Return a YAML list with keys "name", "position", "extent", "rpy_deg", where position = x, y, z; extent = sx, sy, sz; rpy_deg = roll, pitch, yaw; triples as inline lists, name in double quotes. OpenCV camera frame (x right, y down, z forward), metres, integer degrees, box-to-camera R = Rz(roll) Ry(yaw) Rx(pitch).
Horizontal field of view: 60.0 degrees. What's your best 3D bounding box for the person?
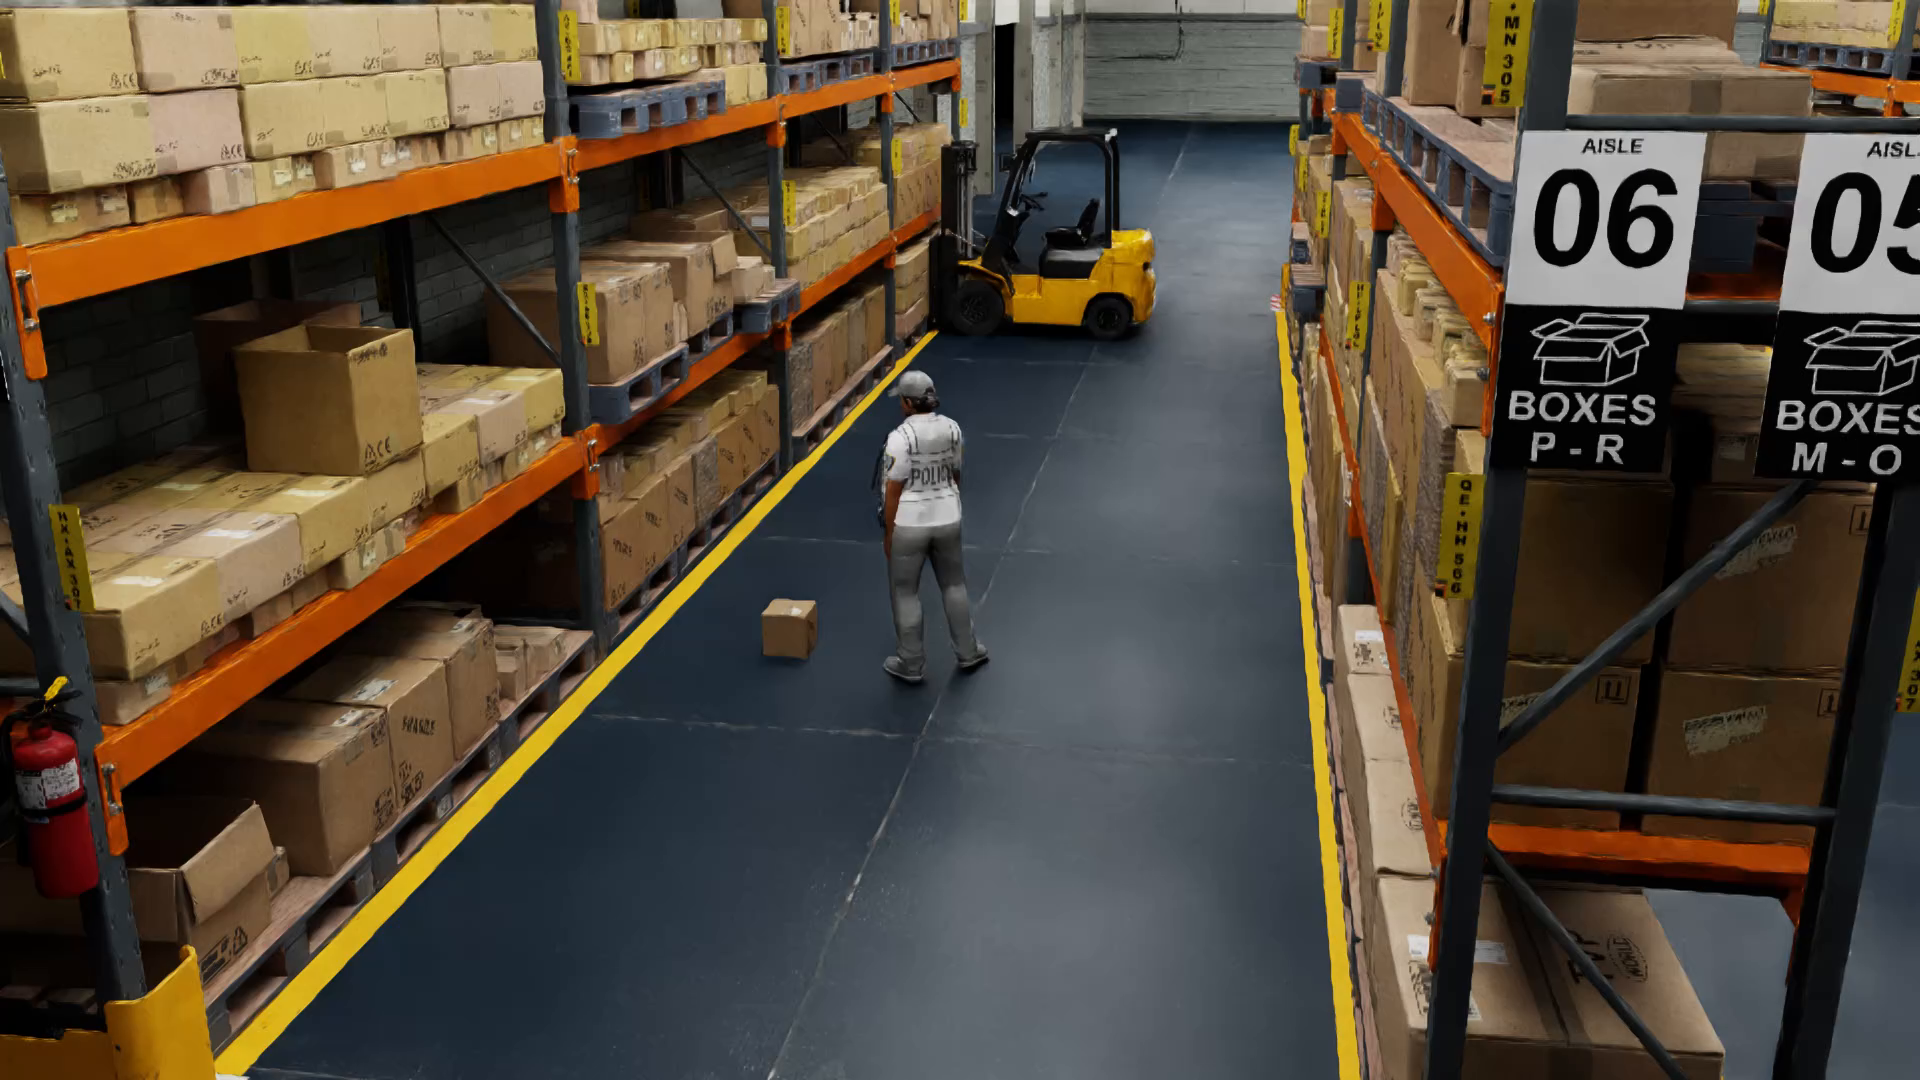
- name: "person"
  position: [-0.122, -0.092, 8.804]
  extent: [0.679, 1.665, 0.384]
  rpy_deg: [-12, 21, -32]
